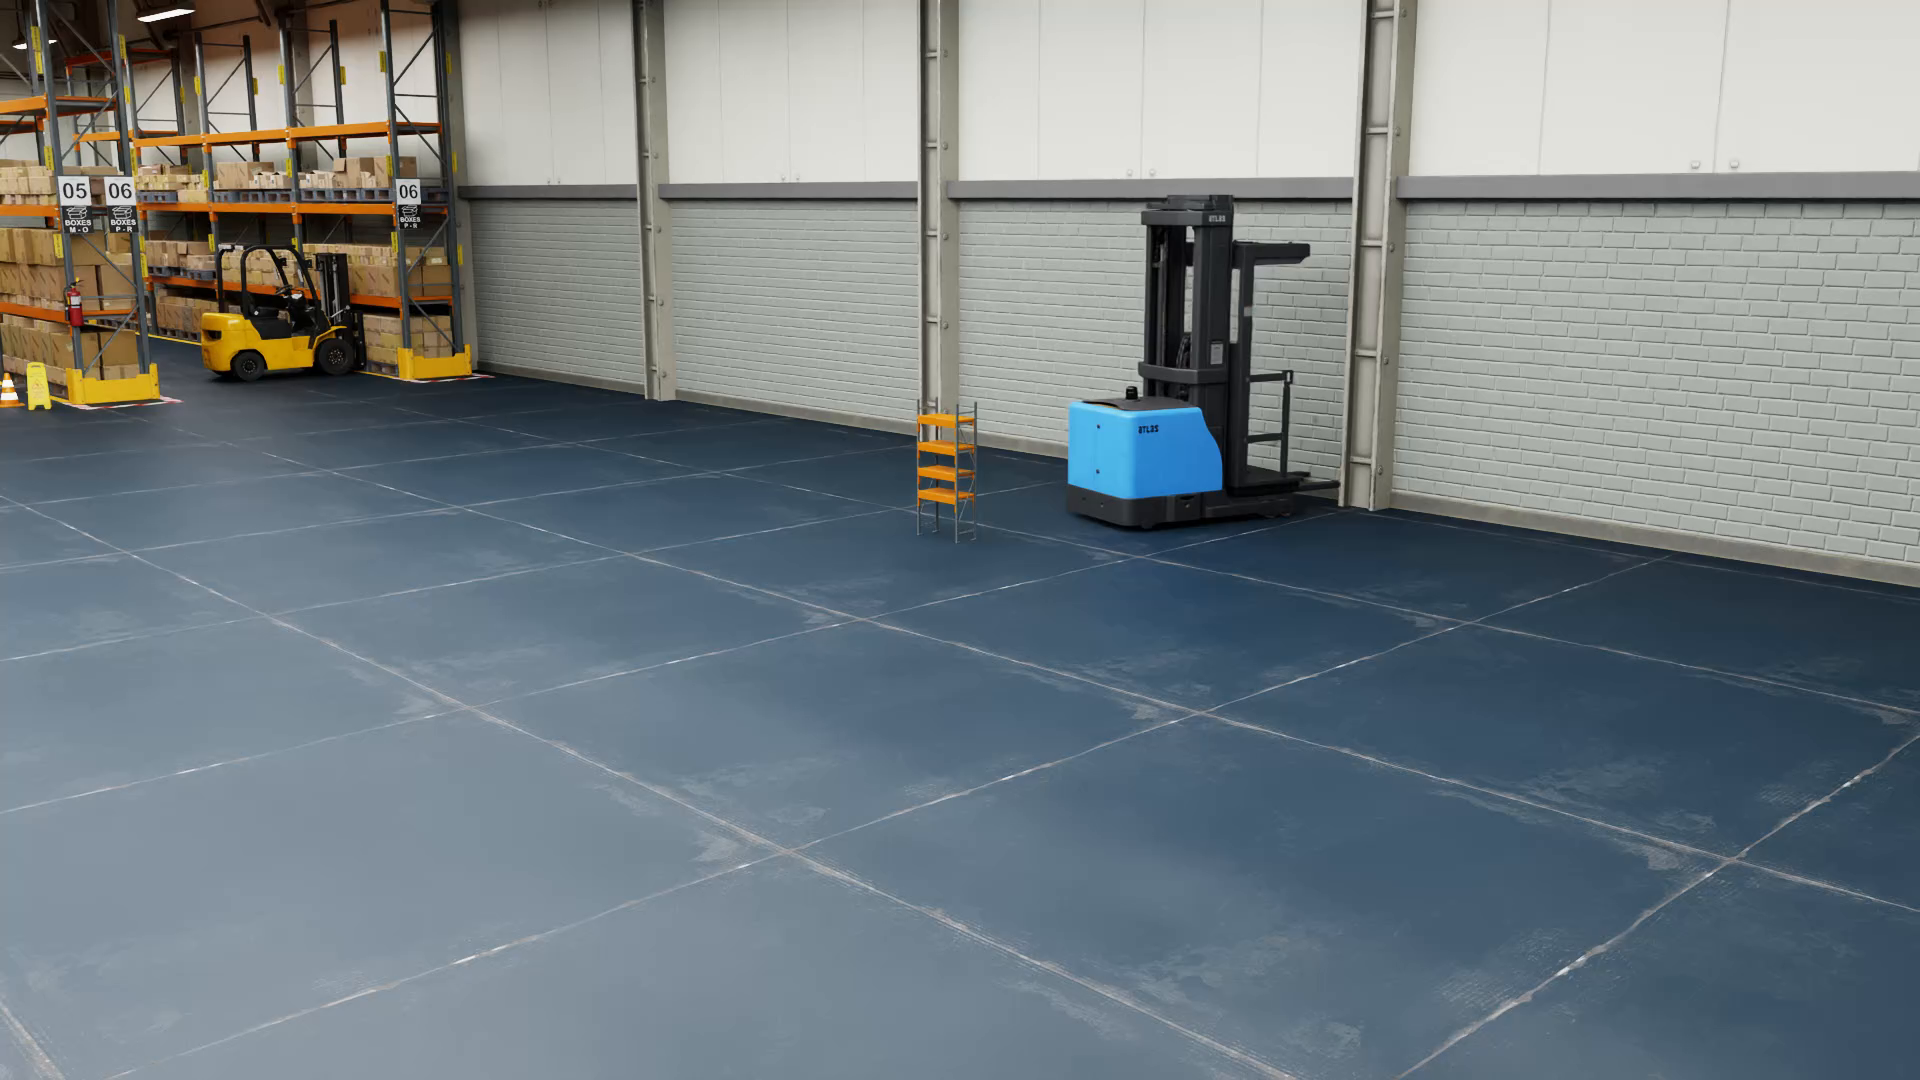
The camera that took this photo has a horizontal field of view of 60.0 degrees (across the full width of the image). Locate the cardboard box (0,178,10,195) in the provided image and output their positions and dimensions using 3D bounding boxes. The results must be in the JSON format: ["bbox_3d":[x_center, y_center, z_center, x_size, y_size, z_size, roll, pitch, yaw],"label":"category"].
[{"bbox_3d":[-14.259,-5.374,25.261,0.500,0.250,0.500,-11,16,-42],"label":"cardboard box"}]

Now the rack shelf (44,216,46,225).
[{"bbox_3d":[-16.445,-5.492,27.985,1.077,0.370,4.000,-11,16,-43],"label":"rack shelf"}]

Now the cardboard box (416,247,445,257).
[{"bbox_3d":[-8.792,-4.783,27.601,0.380,0.149,0.250,-11,16,-44],"label":"cardboard box"}]

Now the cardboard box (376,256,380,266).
[{"bbox_3d":[-9.490,-4.650,27.691,0.380,0.149,0.250,-11,16,-42],"label":"cardboard box"}]

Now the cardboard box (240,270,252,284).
[{"bbox_3d":[-13.405,-5.039,31.807,0.500,0.250,0.500,11,16,43],"label":"cardboard box"}]

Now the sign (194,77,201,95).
[{"bbox_3d":[-14.625,-8.717,31.910,0.100,0.325,0.005,-11,16,-43],"label":"sign"}]

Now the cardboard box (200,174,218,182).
[{"bbox_3d":[-14.691,-7.105,32.677,0.380,0.149,0.250,-10,15,-41],"label":"cardboard box"}]

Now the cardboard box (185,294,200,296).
[{"bbox_3d":[-16.539,-5.229,35.904,0.250,0.149,0.380,11,16,43],"label":"cardboard box"}]

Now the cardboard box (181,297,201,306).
[{"bbox_3d":[-15.999,-4.971,34.653,0.380,0.149,0.250,-10,15,-41],"label":"cardboard box"}]

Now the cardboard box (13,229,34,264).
[{"bbox_3d":[-13.583,-4.363,24.693,0.700,0.500,0.500,-11,16,-43],"label":"cardboard box"}]

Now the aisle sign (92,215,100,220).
[{"bbox_3d":[-20.023,-7.769,38.246,0.394,0.787,0.004,-11,16,-43],"label":"aisle sign"}]

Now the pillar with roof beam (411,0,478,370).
[{"bbox_3d":[-11.657,-6.758,24.910,9.100,9.000,0.548,-11,16,-43],"label":"pillar with roof beam"}]

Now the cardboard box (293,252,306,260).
[{"bbox_3d":[-11.873,-5.161,30.174,0.380,0.149,0.250,-10,15,-41],"label":"cardboard box"}]

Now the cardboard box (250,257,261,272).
[{"bbox_3d":[-13.045,-5.209,31.394,0.500,0.250,0.500,-11,16,-42],"label":"cardboard box"}]

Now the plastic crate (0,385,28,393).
[{"bbox_3d":[-14.573,-2.310,25.426,0.583,0.080,0.402,6,13,26],"label":"plastic crate"}]

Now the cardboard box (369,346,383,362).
[{"bbox_3d":[-9.604,-3.149,28.038,0.500,0.250,0.500,-11,16,-43],"label":"cardboard box"}]

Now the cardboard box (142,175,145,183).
[{"bbox_3d":[-16.877,-7.556,34.816,0.380,0.149,0.250,-11,16,-42],"label":"cardboard box"}]

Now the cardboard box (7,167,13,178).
[{"bbox_3d":[-14.144,-5.546,25.111,0.380,0.149,0.250,-11,16,-43],"label":"cardboard box"}]

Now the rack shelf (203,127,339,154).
[{"bbox_3d":[-12.858,-7.458,31.082,1.077,0.370,4.000,-11,16,-43],"label":"rack shelf"}]

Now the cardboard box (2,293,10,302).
[{"bbox_3d":[-14.867,-3.840,26.240,0.380,0.149,0.250,-10,15,-41],"label":"cardboard box"}]

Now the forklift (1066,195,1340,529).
[{"bbox_3d":[2.529,-1.721,15.500,3.031,2.935,1.130,-6,13,-28],"label":"forklift"}]

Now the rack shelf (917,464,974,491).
[{"bbox_3d":[-0.114,-0.546,14.421,0.258,0.148,0.480,-11,16,-43],"label":"rack shelf"}]

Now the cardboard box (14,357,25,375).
[{"bbox_3d":[-14.475,-2.742,26.062,0.500,0.250,0.500,-10,15,-39],"label":"cardboard box"}]

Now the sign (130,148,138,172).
[{"bbox_3d":[-11.910,-5.473,23.941,0.100,0.325,0.005,-11,16,-43],"label":"sign"}]

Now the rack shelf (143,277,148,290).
[{"bbox_3d":[-18.383,-5.883,37.314,1.077,0.370,4.000,-11,16,-43],"label":"rack shelf"}]

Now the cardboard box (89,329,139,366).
[{"bbox_3d":[-12.676,-2.886,24.899,0.500,0.500,0.500,11,16,43],"label":"cardboard box"}]

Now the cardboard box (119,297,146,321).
[{"bbox_3d":[-18.555,-5.185,37.297,0.500,0.500,0.500,-11,16,-42],"label":"cardboard box"}]

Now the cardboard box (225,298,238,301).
[{"bbox_3d":[-15.104,-4.930,34.452,0.380,0.149,0.250,-11,16,-44],"label":"cardboard box"}]

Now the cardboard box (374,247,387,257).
[{"bbox_3d":[-9.507,-4.793,27.651,0.380,0.149,0.250,-10,16,-41],"label":"cardboard box"}]

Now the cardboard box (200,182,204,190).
[{"bbox_3d":[-14.823,-7.009,32.949,0.250,0.149,0.380,11,16,44],"label":"cardboard box"}]

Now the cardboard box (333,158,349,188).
[{"bbox_3d":[-10.208,-6.251,28.341,0.797,0.503,0.637,-10,15,-41],"label":"cardboard box"}]

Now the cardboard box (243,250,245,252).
[{"bbox_3d":[-13.466,-5.497,31.804,0.380,0.149,0.250,-11,16,-42],"label":"cardboard box"}]

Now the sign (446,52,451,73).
[{"bbox_3d":[-8.309,-7.742,26.980,0.100,0.325,0.005,-11,16,-43],"label":"sign"}]

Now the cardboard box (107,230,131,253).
[{"bbox_3d":[-18.609,-6.644,37.002,0.500,0.500,0.500,-10,16,-41],"label":"cardboard box"}]

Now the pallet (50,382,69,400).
[{"bbox_3d":[-12.890,-2.269,24.899,1.003,0.211,1.213,-11,16,-43],"label":"pallet"}]

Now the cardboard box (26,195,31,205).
[{"bbox_3d":[-13.615,-5.050,24.677,0.250,0.149,0.380,11,16,44],"label":"cardboard box"}]

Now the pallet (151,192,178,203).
[{"bbox_3d":[-15.884,-7.064,34.299,1.213,0.211,1.003,-11,16,-43],"label":"pallet"}]

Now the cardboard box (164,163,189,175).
[{"bbox_3d":[-16.534,-7.824,35.088,0.396,0.266,0.258,-11,16,-43],"label":"cardboard box"}]

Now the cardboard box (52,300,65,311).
[{"bbox_3d":[-12.970,-3.423,24.215,0.380,0.149,0.250,-11,16,-43],"label":"cardboard box"}]

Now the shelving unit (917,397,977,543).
[{"bbox_3d":[-0.114,-0.612,14.408,0.258,1.200,0.503,-11,16,-43],"label":"shelving unit"}]

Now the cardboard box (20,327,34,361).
[{"bbox_3d":[-14.117,-3.034,25.617,0.500,0.500,0.500,-10,15,-40],"label":"cardboard box"}]

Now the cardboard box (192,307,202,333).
[{"bbox_3d":[-15.388,-4.523,34.086,0.500,0.500,0.500,-10,15,-40],"label":"cardboard box"}]

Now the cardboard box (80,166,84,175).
[{"bbox_3d":[-12.585,-5.351,24.164,0.380,0.149,0.250,-11,16,-43],"label":"cardboard box"}]

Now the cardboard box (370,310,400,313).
[{"bbox_3d":[-9.944,-3.860,29.008,0.500,0.250,0.500,-11,16,-44],"label":"cardboard box"}]

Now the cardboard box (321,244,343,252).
[{"bbox_3d":[-10.939,-5.087,29.075,0.380,0.149,0.250,-10,16,-41],"label":"cardboard box"}]

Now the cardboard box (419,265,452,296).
[{"bbox_3d":[-8.856,-4.352,27.853,0.500,0.500,0.500,-10,15,-41],"label":"cardboard box"}]

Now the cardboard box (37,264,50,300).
[{"bbox_3d":[-13.219,-3.809,24.481,0.500,0.500,0.500,-11,16,-42],"label":"cardboard box"}]

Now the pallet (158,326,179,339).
[{"bbox_3d":[-16.412,-4.464,35.556,1.003,0.211,1.213,-11,16,-43],"label":"pallet"}]

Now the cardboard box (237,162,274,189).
[{"bbox_3d":[-13.212,-6.844,31.227,0.500,0.500,0.500,-10,16,-41],"label":"cardboard box"}]

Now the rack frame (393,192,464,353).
[{"bbox_3d":[-8.715,-4.192,27.325,1.000,3.000,0.127,-11,16,-43],"label":"rack frame"}]

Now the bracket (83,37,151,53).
[{"bbox_3d":[-19.153,-11.259,37.838,0.076,0.066,4.783,-11,16,-43],"label":"bracket"}]

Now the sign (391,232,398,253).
[{"bbox_3d":[-9.117,-4.801,26.827,0.100,0.325,0.005,-11,16,-43],"label":"sign"}]
